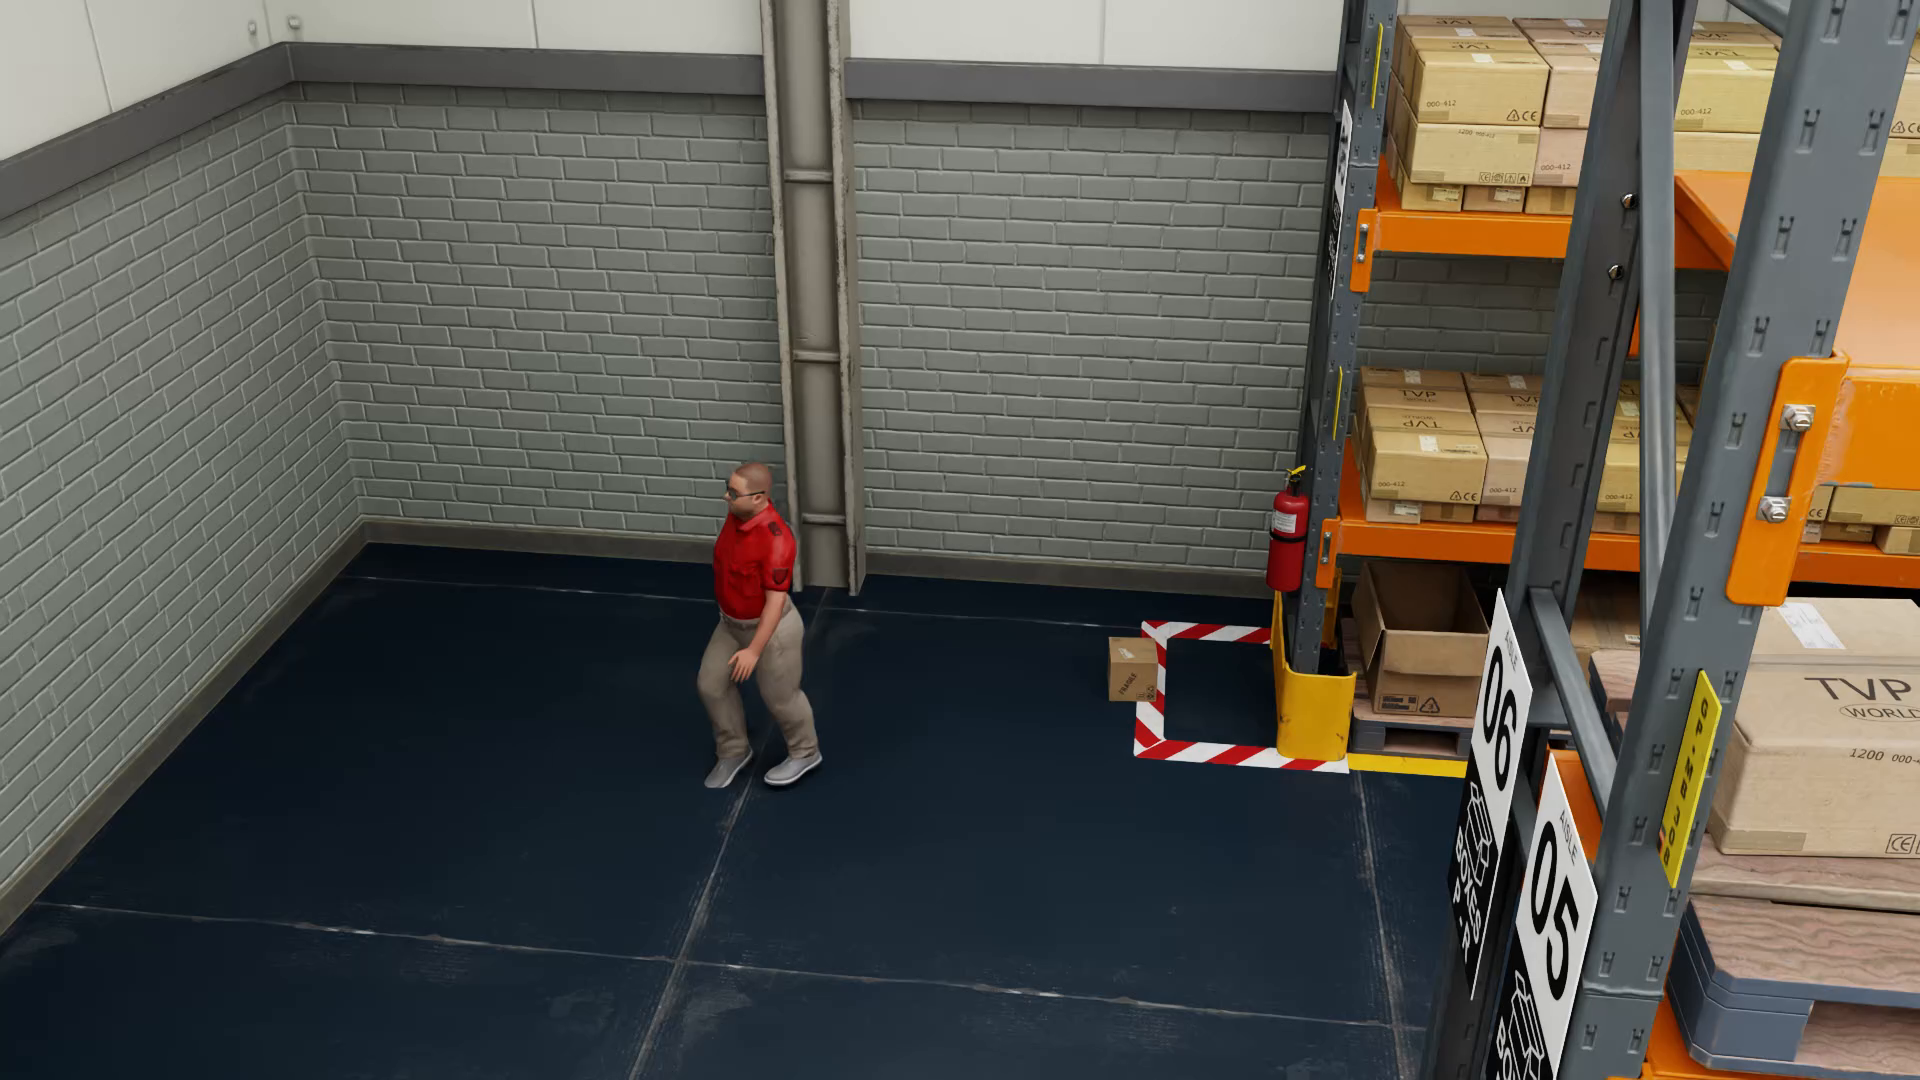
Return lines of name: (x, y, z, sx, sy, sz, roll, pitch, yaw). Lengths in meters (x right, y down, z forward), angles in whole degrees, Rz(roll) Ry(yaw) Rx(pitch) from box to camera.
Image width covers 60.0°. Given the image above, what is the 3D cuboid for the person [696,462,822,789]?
person: (-0.954, 0.455, 7.838, 0.567, 1.802, 0.545, -19, 34, -31)
